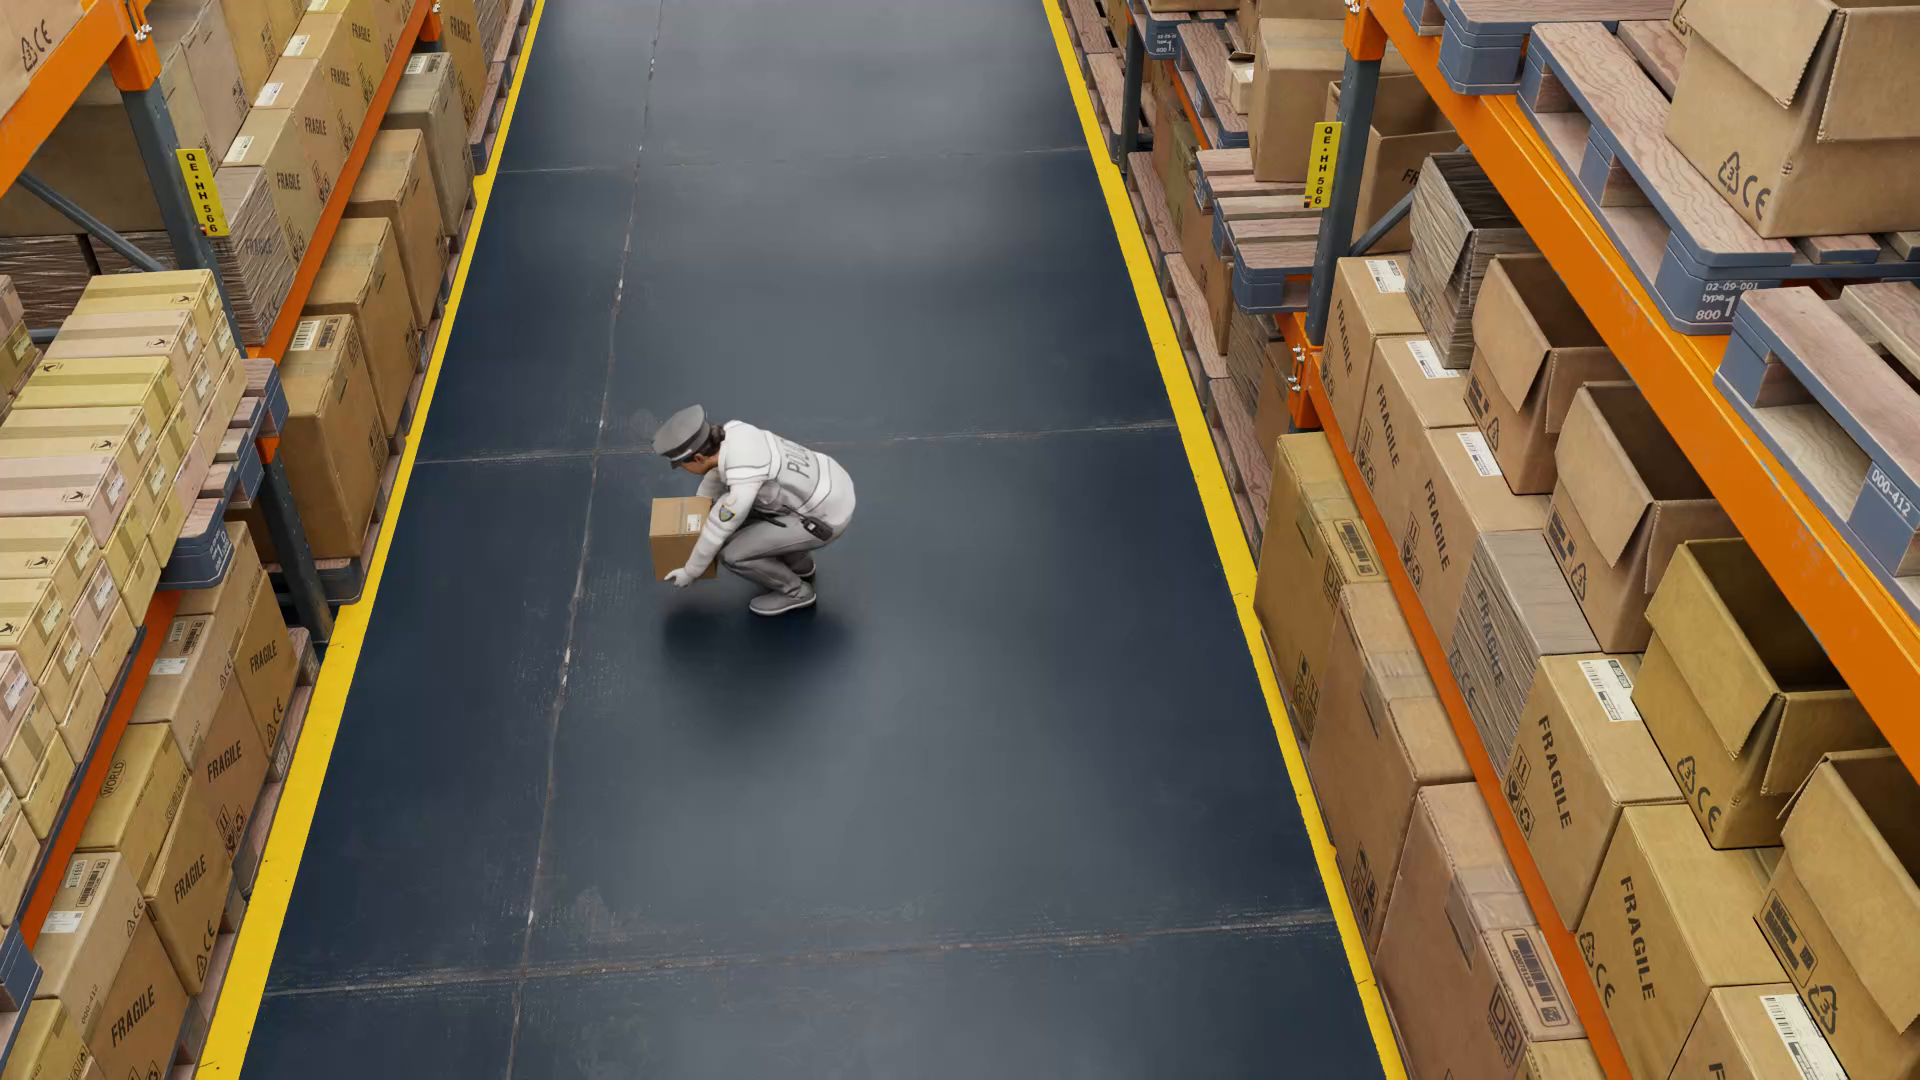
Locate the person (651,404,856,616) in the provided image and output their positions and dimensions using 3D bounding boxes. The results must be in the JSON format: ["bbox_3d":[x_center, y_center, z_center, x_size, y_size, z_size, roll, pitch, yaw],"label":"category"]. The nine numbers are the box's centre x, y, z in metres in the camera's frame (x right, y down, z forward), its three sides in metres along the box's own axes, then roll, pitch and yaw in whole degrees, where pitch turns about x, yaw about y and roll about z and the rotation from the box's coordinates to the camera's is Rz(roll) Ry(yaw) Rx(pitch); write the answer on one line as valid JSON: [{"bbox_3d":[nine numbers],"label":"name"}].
[{"bbox_3d":[-0.838,-0.147,6.876,0.811,0.993,0.463,-4,40,-5],"label":"person"}]
